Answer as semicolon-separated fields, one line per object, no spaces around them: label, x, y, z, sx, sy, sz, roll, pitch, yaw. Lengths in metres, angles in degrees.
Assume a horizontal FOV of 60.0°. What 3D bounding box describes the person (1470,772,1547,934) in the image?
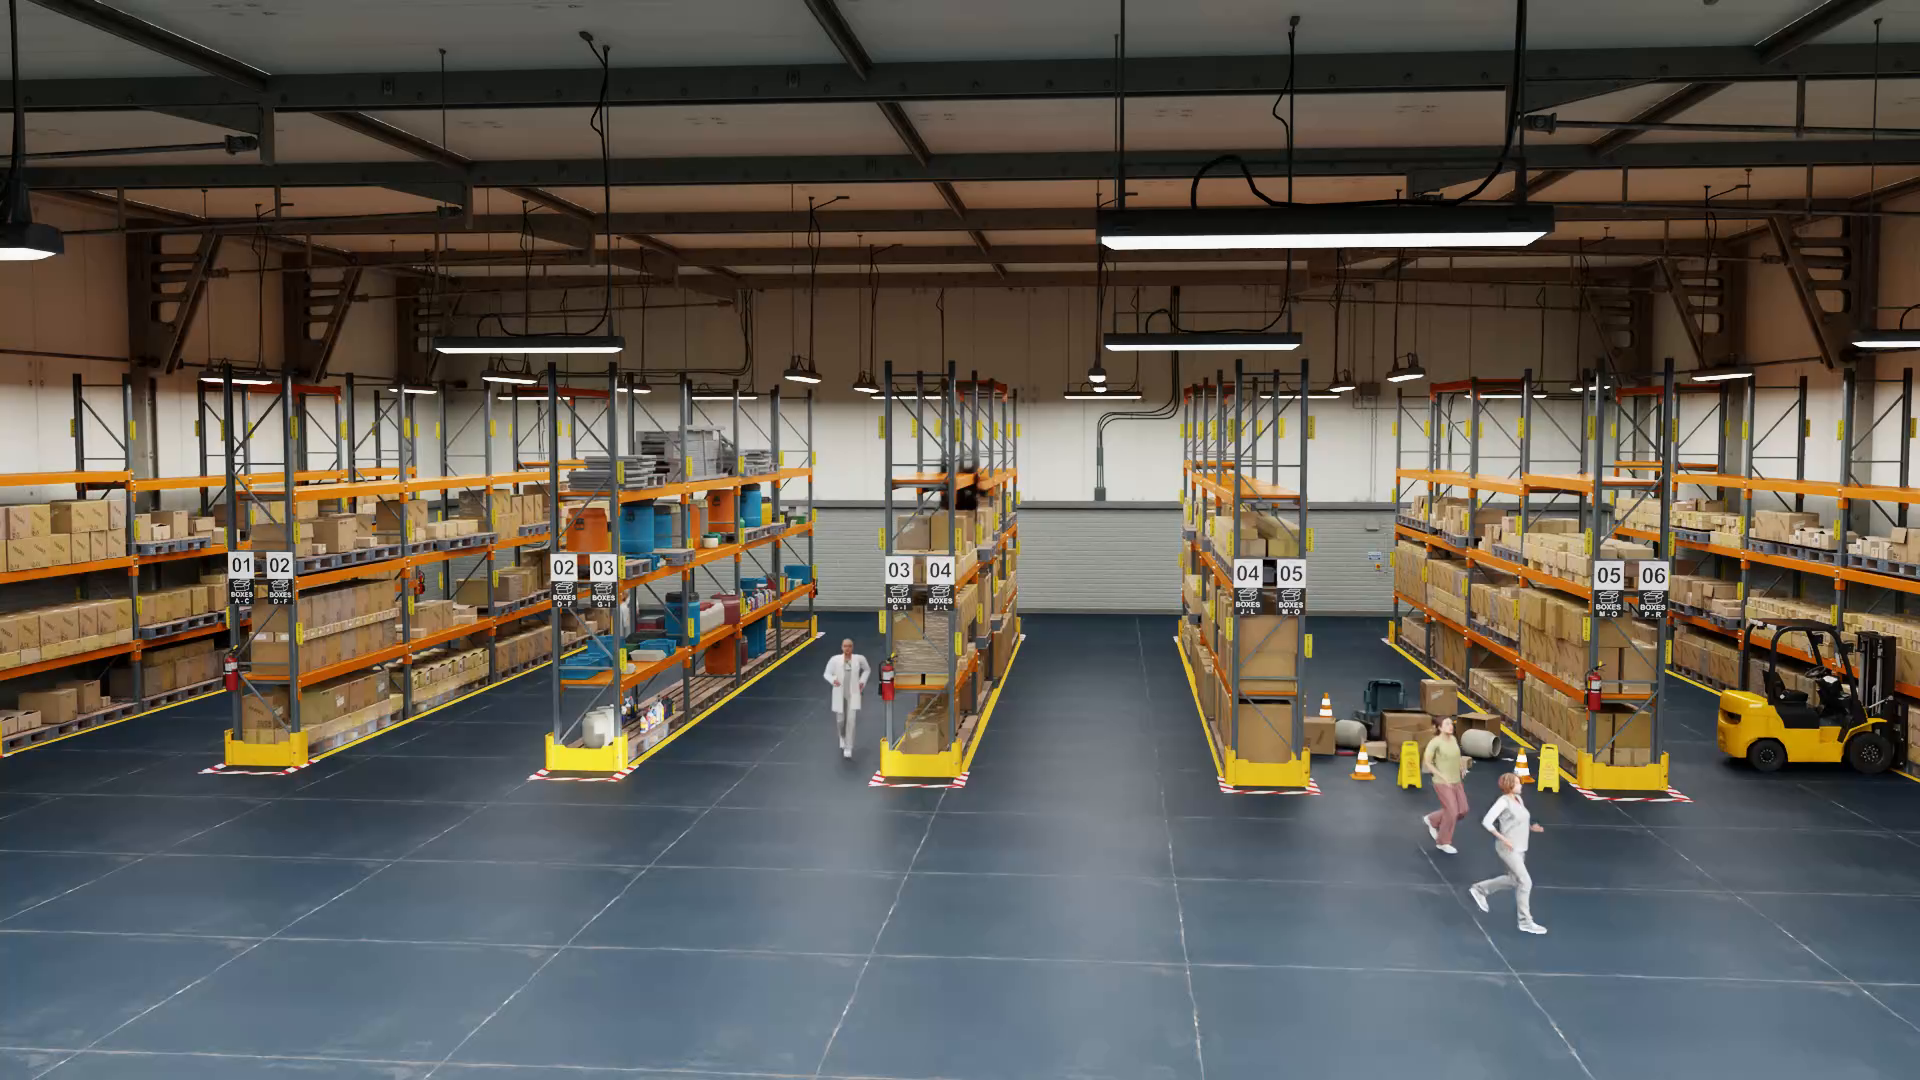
person;5.507;3.121;16.697;0.812;1.550;0.547;3;5;40

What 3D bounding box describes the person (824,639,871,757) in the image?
person;-1.736;2.399;25.632;0.719;1.764;0.985;0;4;-2

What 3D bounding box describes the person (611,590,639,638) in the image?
person;-7.204;1.844;35.728;0.594;1.622;0.556;0;4;0

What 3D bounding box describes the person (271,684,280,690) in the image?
person;-11.976;2.182;29.203;0.692;1.833;0.850;0;4;-5

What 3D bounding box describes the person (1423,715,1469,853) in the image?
person;5.770;2.890;19.832;0.580;1.636;0.547;-3;5;-34
